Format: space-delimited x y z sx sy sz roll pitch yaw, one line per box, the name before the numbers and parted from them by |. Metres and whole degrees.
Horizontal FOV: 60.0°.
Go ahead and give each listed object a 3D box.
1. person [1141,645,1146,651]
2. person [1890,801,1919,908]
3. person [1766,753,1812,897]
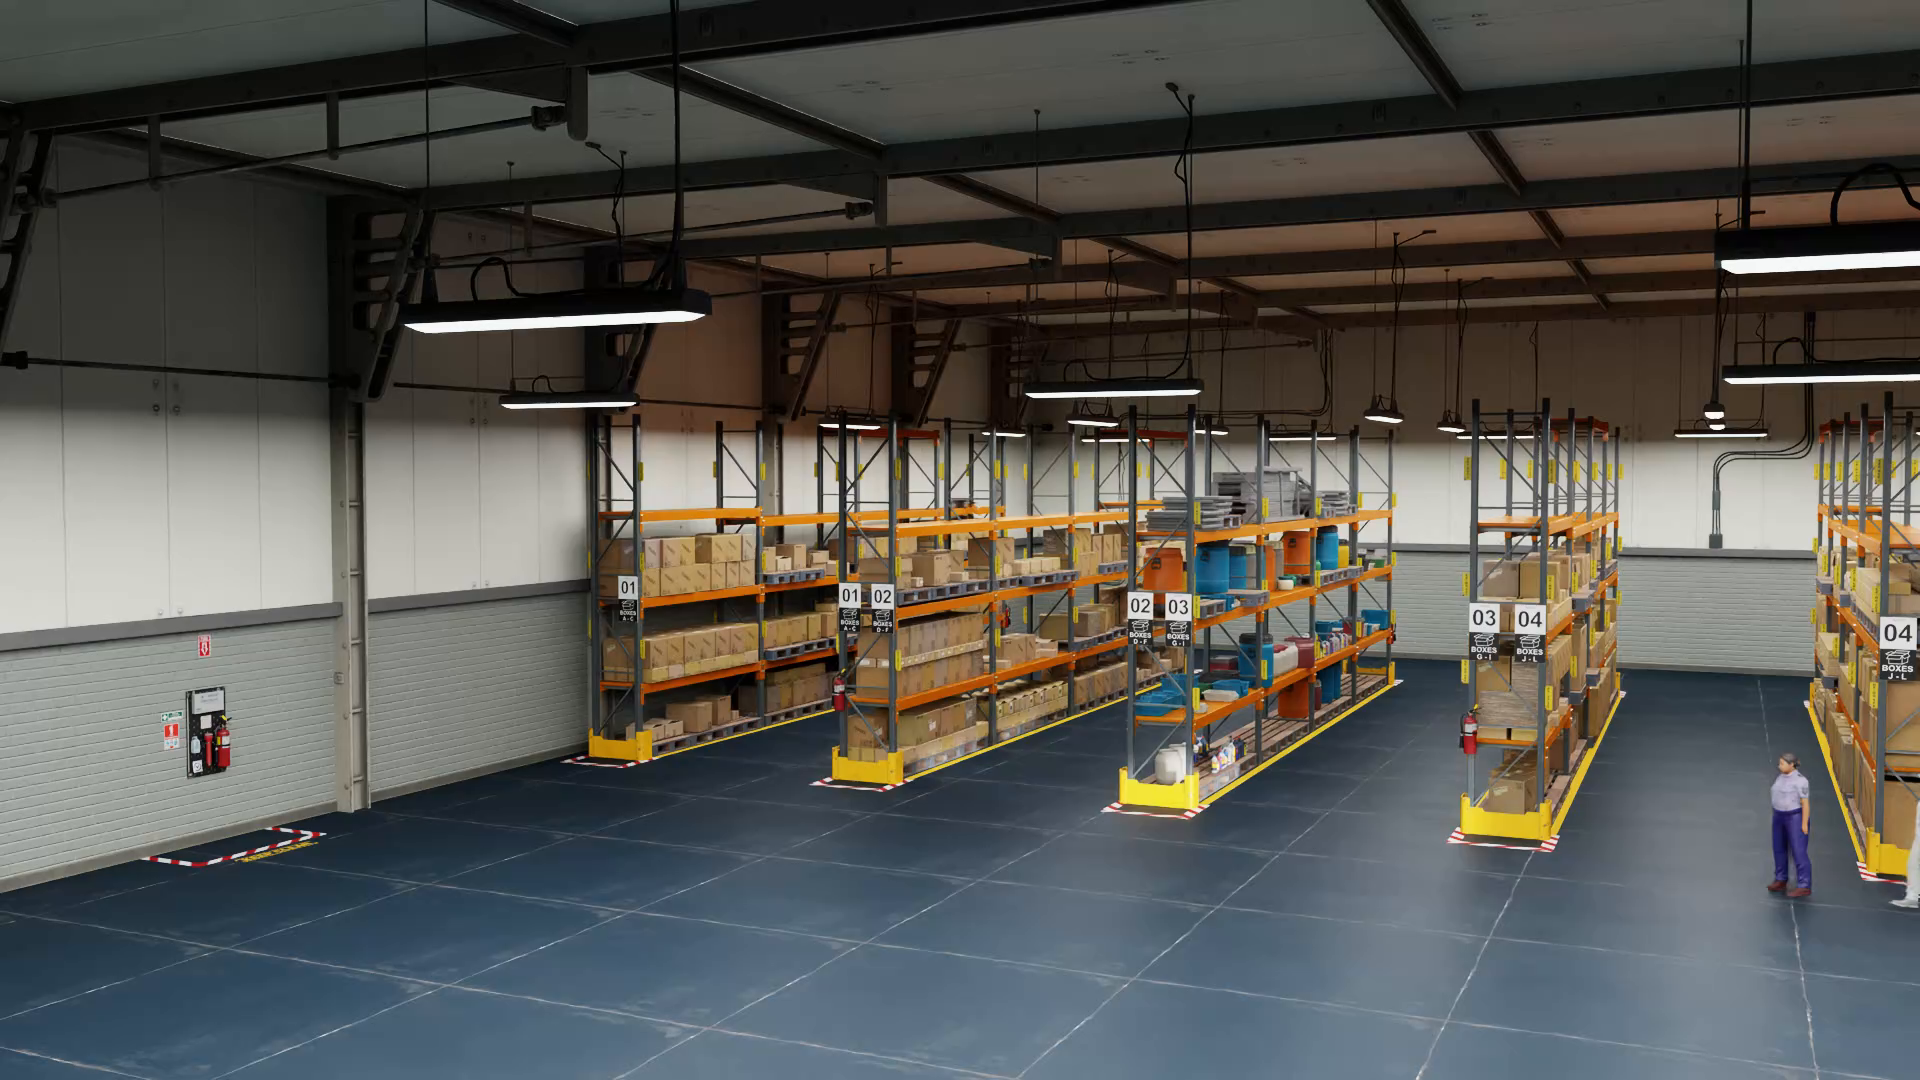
person | 4.586 2.442 42.788 0.451 1.612 0.343 0 2 -9
person | 11.142 3.396 18.941 0.905 1.629 0.471 -1 2 -16
person | 9.836 3.362 19.747 0.355 1.650 0.584 -1 2 -18
